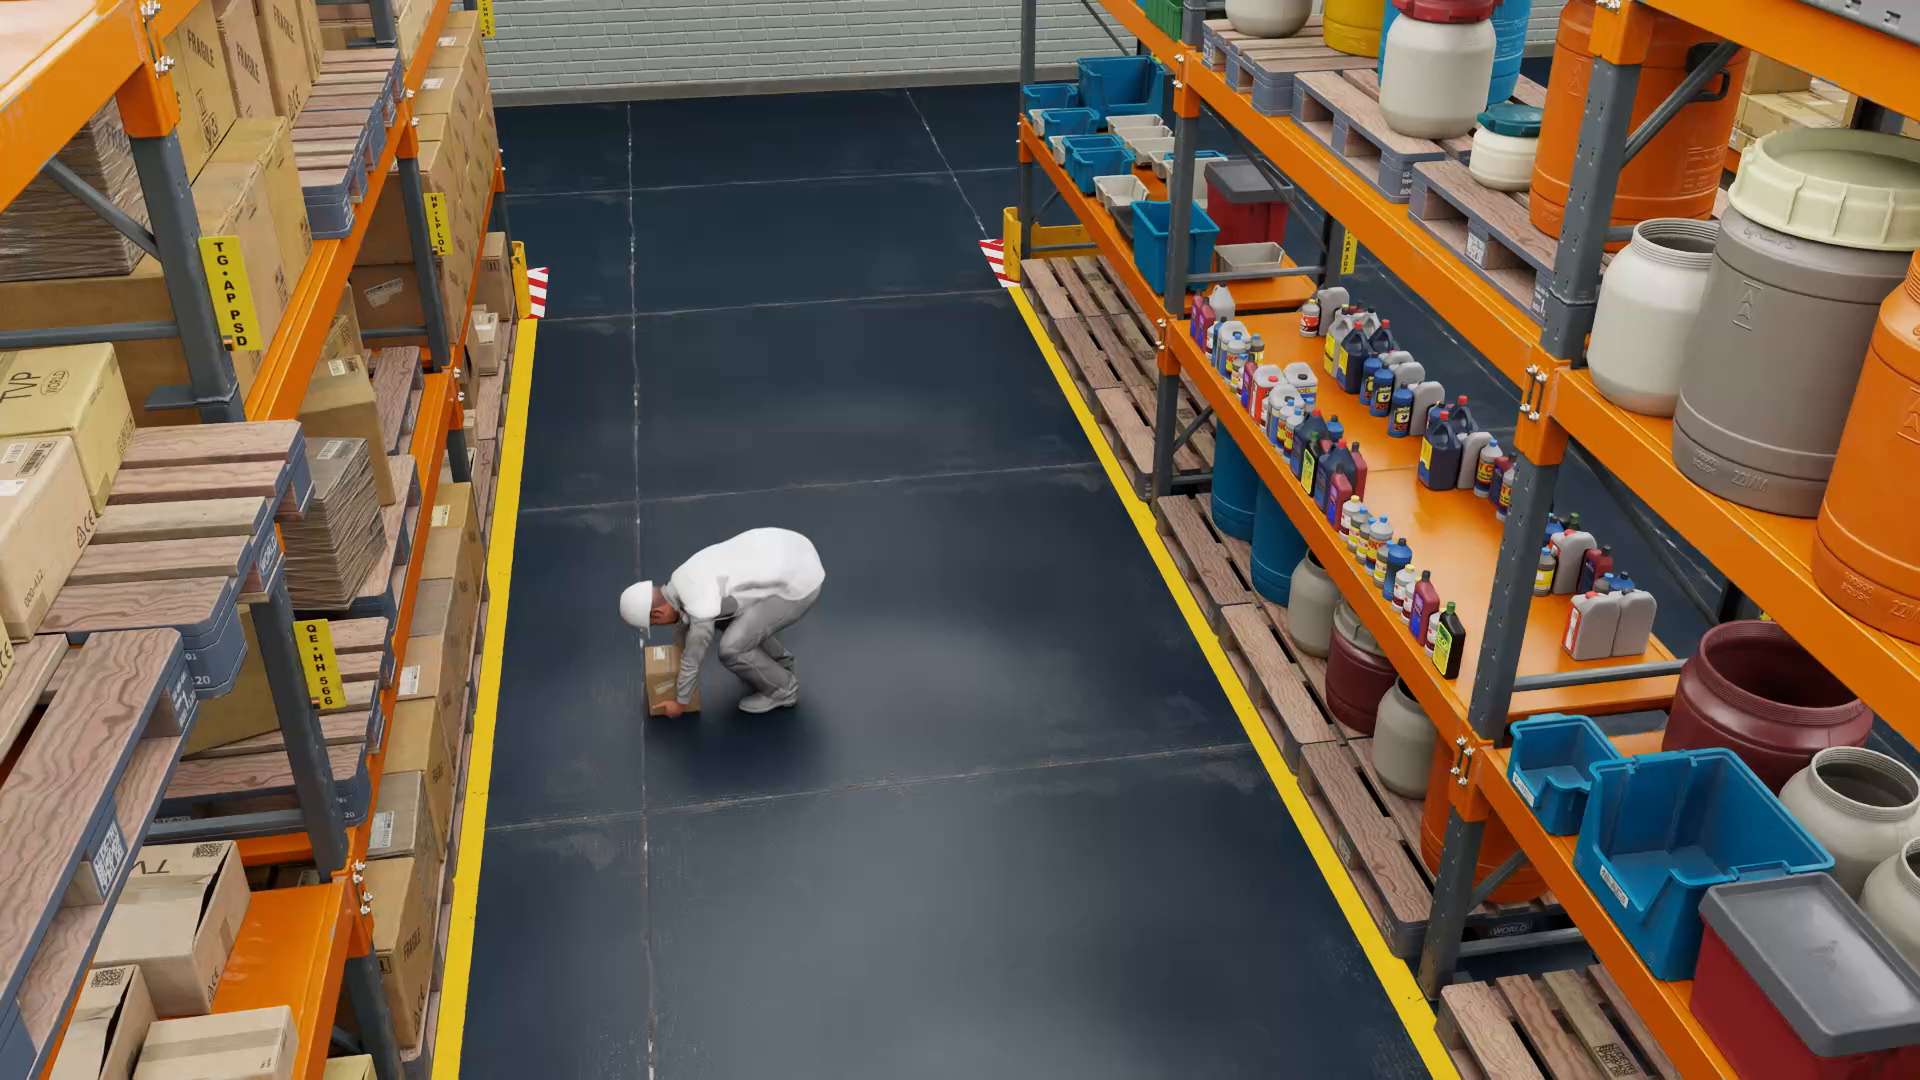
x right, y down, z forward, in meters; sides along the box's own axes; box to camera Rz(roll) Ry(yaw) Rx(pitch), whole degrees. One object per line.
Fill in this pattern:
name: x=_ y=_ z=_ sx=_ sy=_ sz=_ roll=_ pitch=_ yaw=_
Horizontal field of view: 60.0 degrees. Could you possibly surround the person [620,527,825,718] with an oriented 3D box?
person: x=-1.169 y=0.408 z=8.279 sx=1.001 sy=0.916 sz=0.519 roll=-7 pitch=31 yaw=-11
